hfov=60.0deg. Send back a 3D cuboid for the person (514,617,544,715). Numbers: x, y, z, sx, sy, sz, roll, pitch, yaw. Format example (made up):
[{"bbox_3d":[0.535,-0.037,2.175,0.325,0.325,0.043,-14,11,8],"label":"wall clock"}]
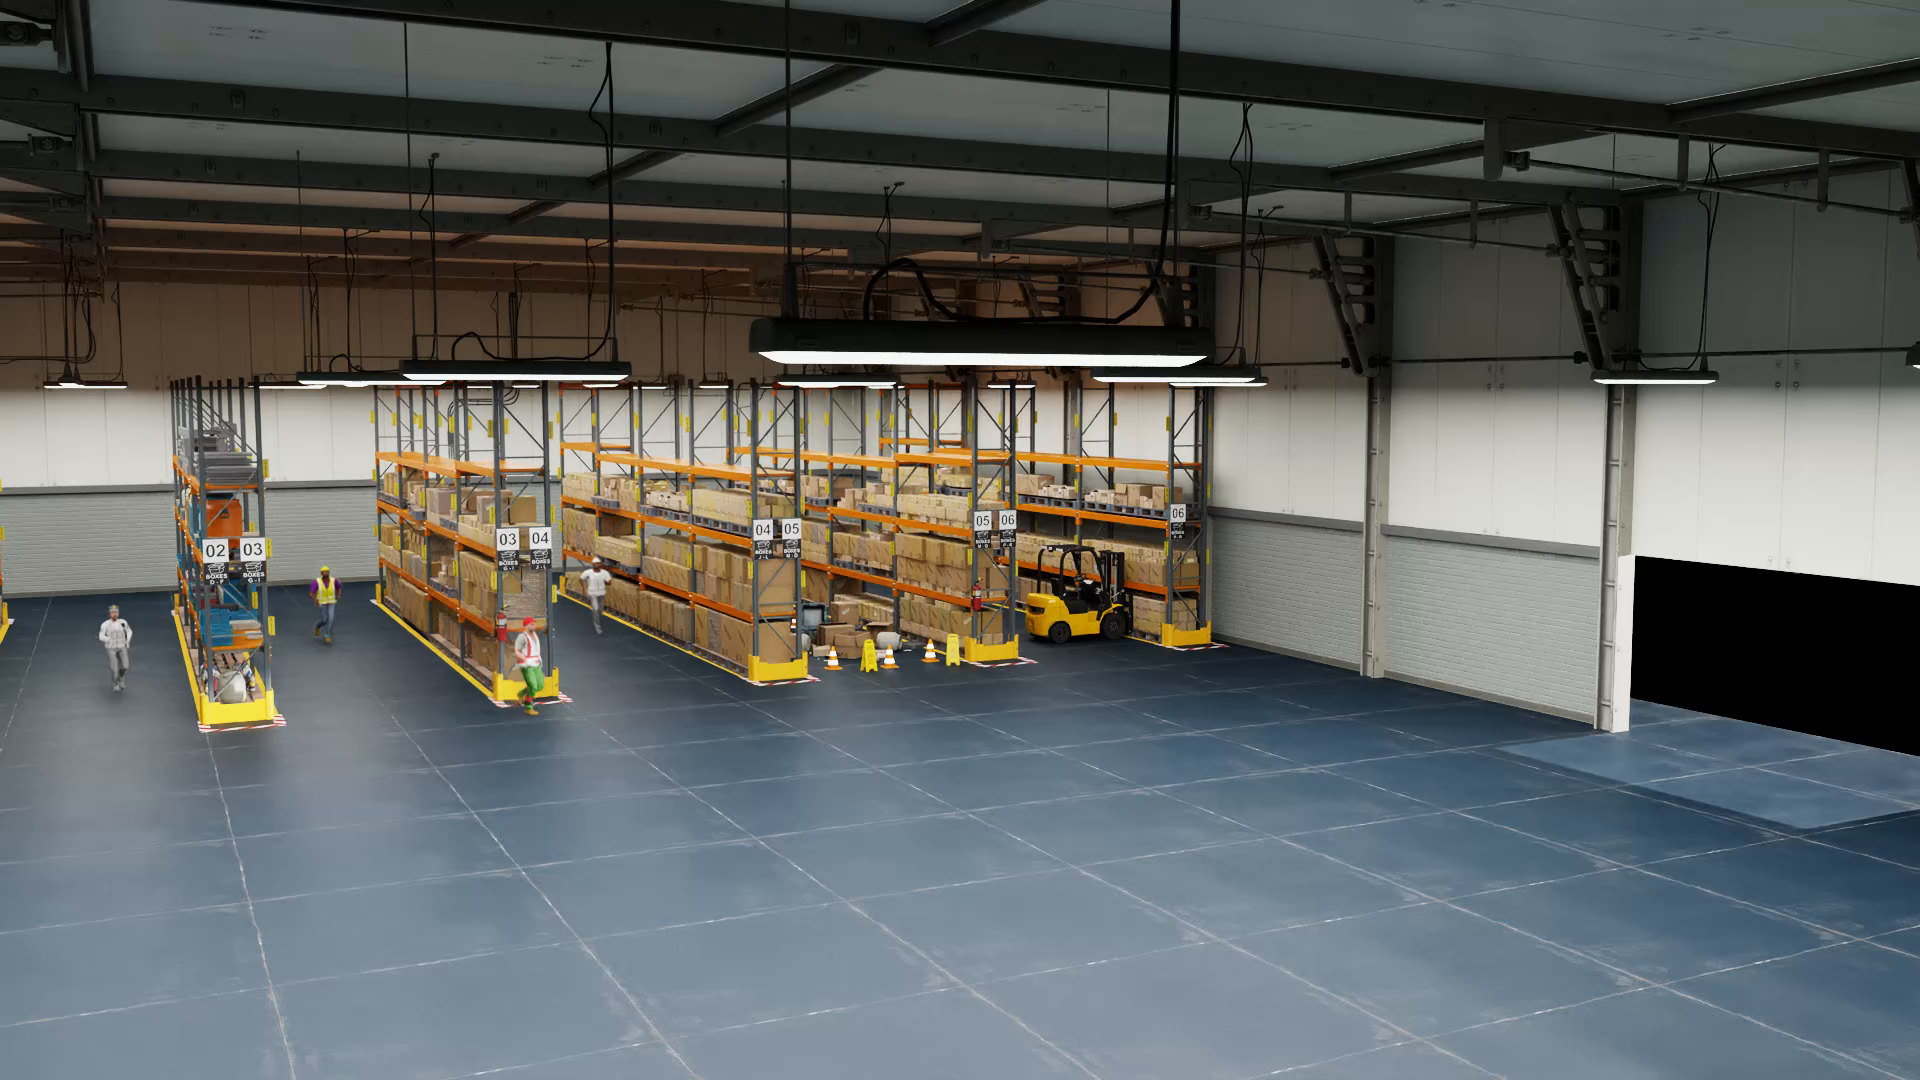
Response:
[{"bbox_3d":[-7.682,2.228,29.596,0.632,1.741,0.678,2,5,22],"label":"person"}]

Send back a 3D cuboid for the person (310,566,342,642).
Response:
[{"bbox_3d":[-14.595,1.464,38.300,0.698,1.741,0.644,-3,6,-33],"label":"person"}]

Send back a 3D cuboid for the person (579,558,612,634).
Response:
[{"bbox_3d":[-8.624,1.299,39.520,0.694,1.767,0.969,-3,6,-30],"label":"person"}]

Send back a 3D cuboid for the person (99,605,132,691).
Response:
[{"bbox_3d":[-16.061,2.067,31.703,0.602,1.655,0.554,-4,6,-37],"label":"person"}]
